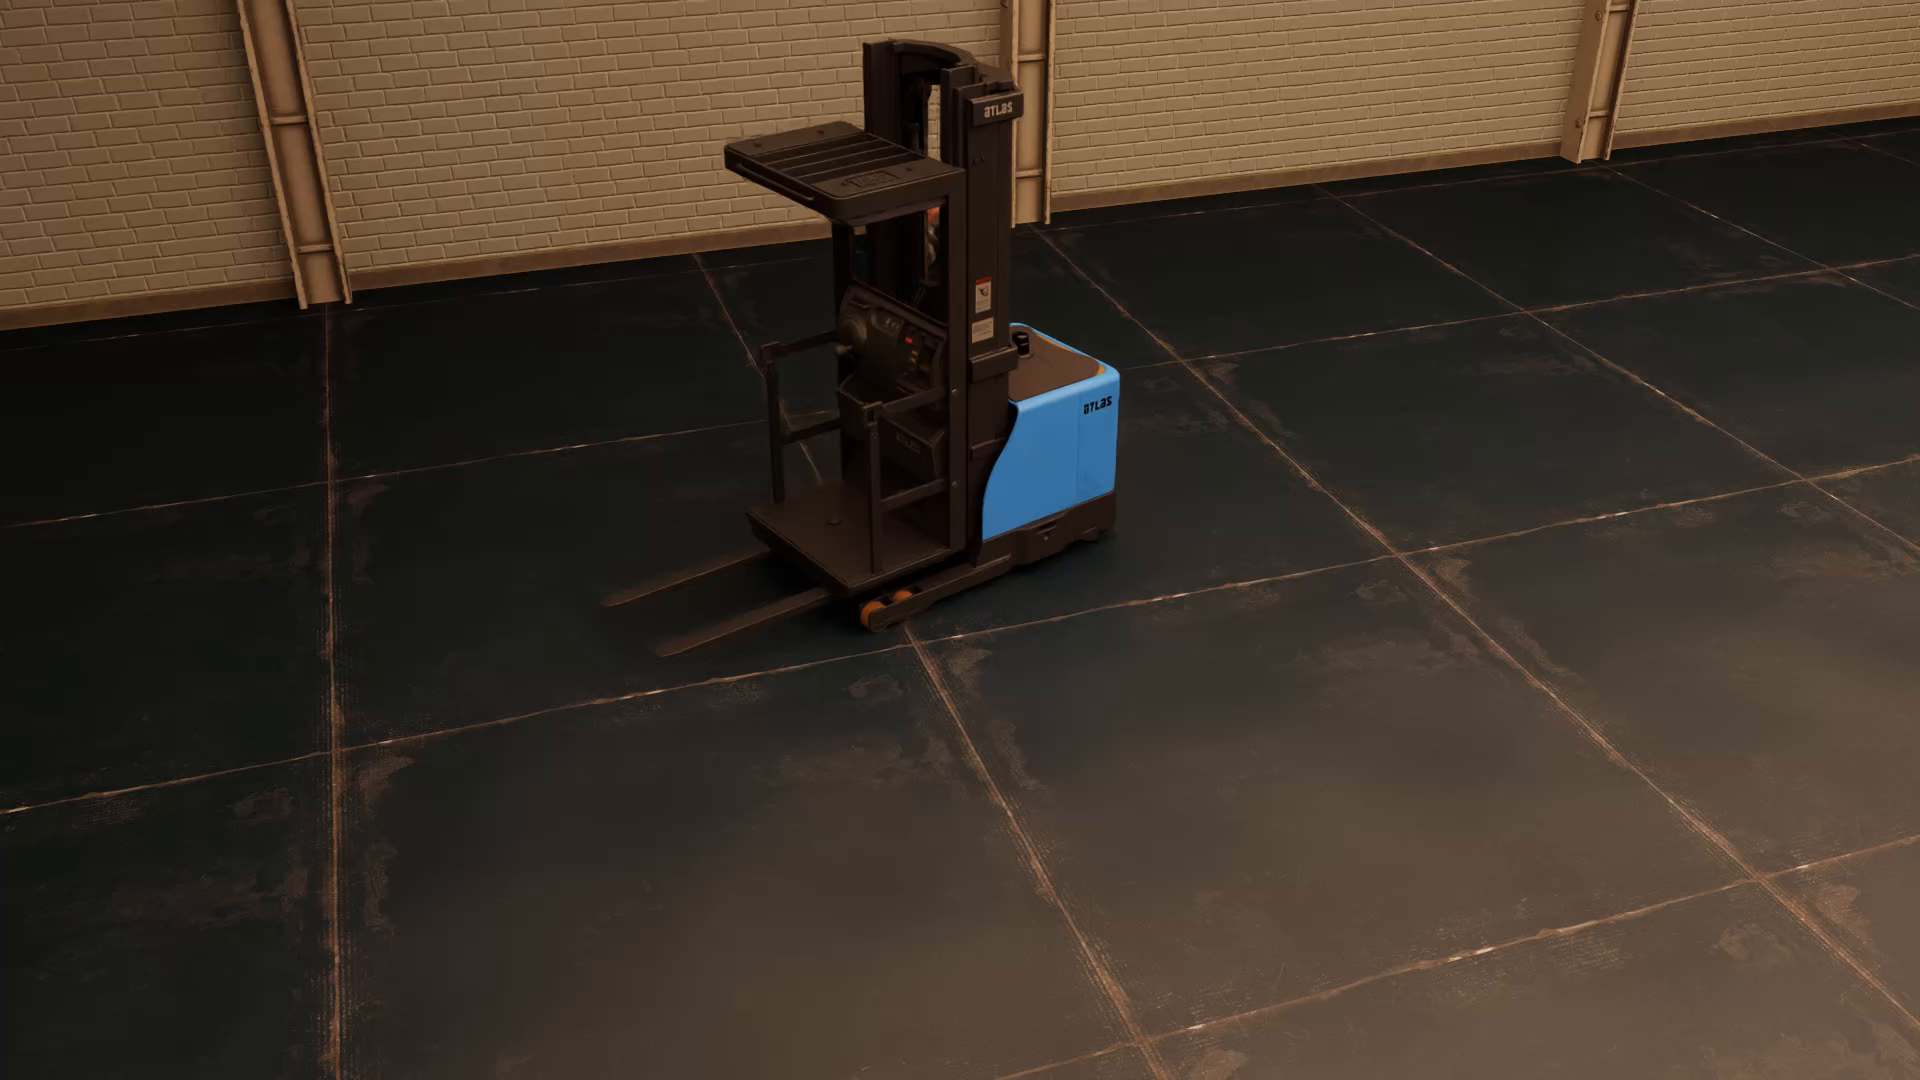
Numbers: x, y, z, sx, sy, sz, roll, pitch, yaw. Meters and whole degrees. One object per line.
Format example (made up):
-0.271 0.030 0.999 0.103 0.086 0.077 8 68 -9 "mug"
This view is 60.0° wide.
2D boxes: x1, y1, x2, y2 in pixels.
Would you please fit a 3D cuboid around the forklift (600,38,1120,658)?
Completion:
-0.542 -1.063 8.934 3.031 2.935 1.130 -21 36 -32 "forklift"

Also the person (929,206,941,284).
-0.169 -1.496 10.901 0.453 1.721 0.663 -3 30 -5 "person"
